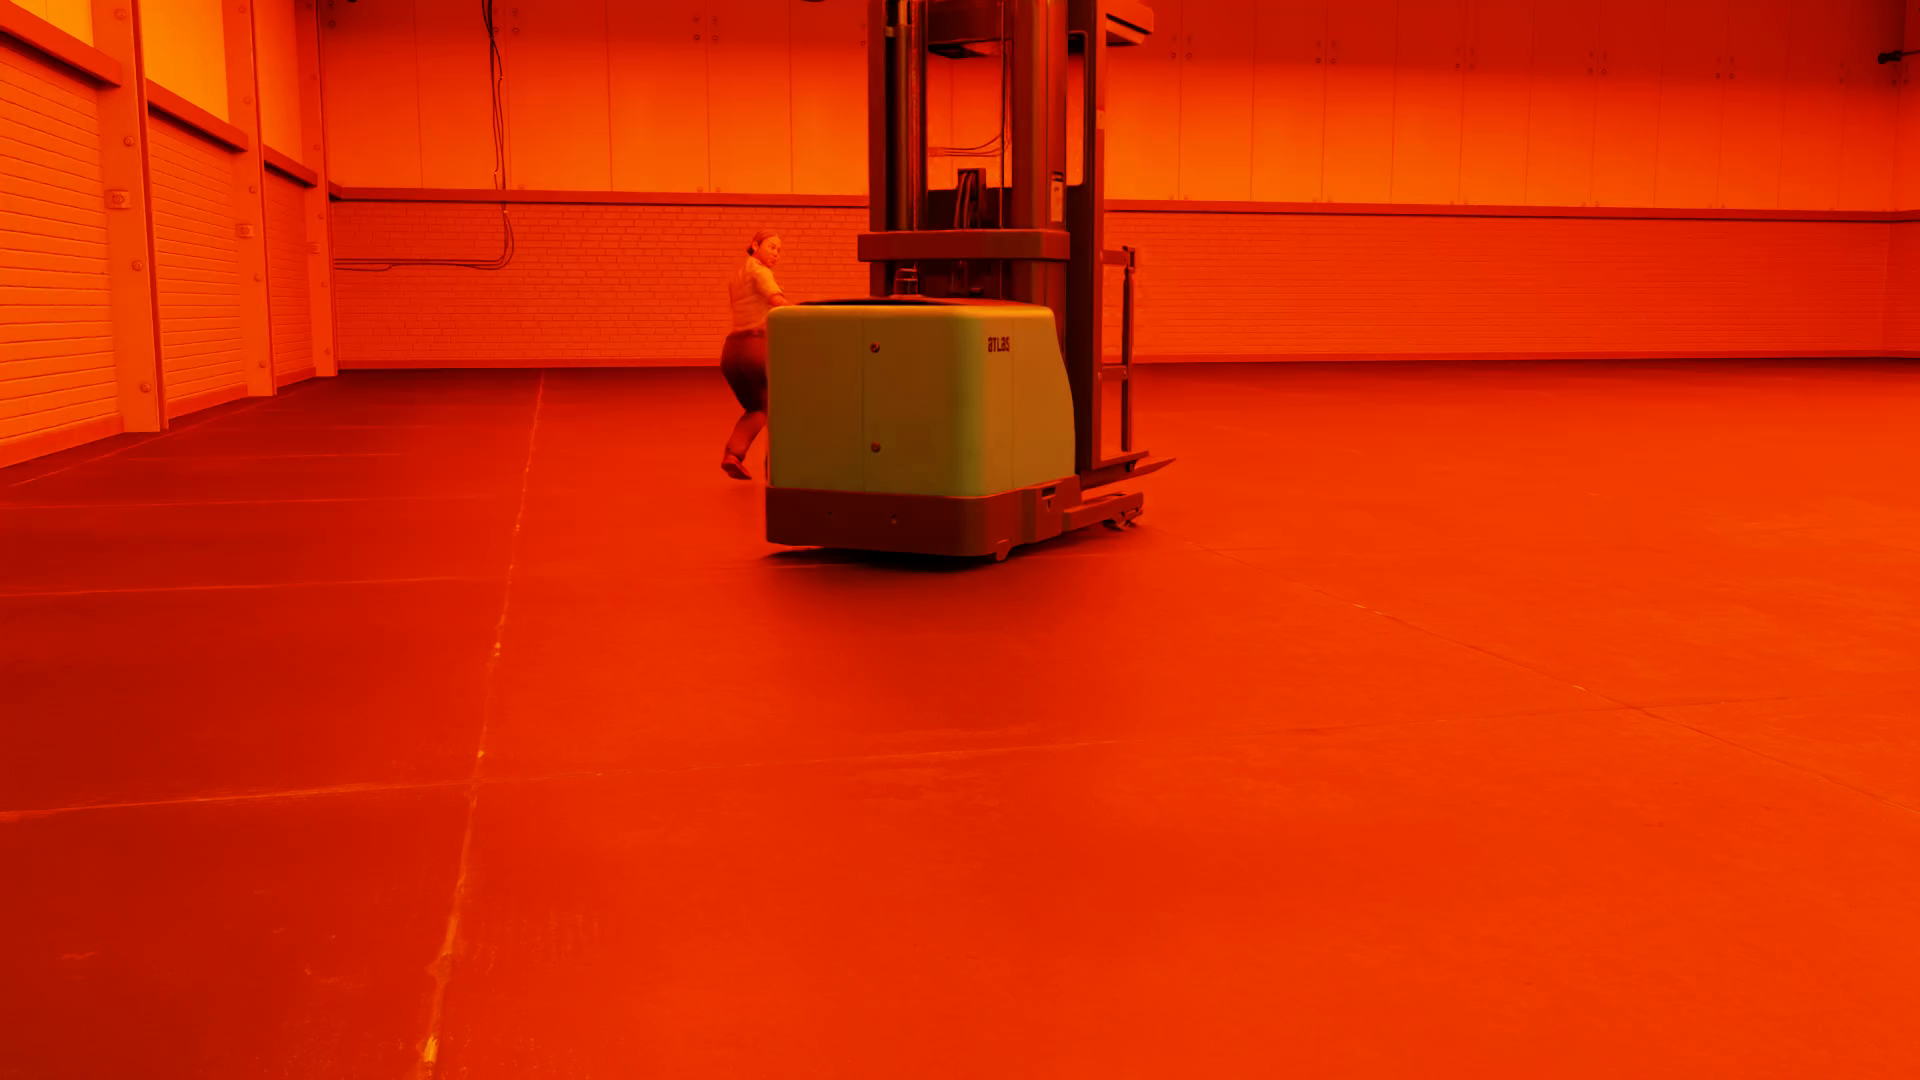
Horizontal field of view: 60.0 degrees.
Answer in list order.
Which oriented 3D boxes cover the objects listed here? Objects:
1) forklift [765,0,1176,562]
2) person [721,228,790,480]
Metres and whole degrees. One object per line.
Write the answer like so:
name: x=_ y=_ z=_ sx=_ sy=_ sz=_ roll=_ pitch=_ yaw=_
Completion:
forklift: x=0.261 y=-1.528 z=8.052 sx=1.130 sy=2.935 sz=3.031 roll=4 pitch=9 yaw=26
person: x=-1.120 y=-1.119 z=10.158 sx=0.779 sy=1.539 sz=0.732 roll=7 pitch=11 yaw=43
